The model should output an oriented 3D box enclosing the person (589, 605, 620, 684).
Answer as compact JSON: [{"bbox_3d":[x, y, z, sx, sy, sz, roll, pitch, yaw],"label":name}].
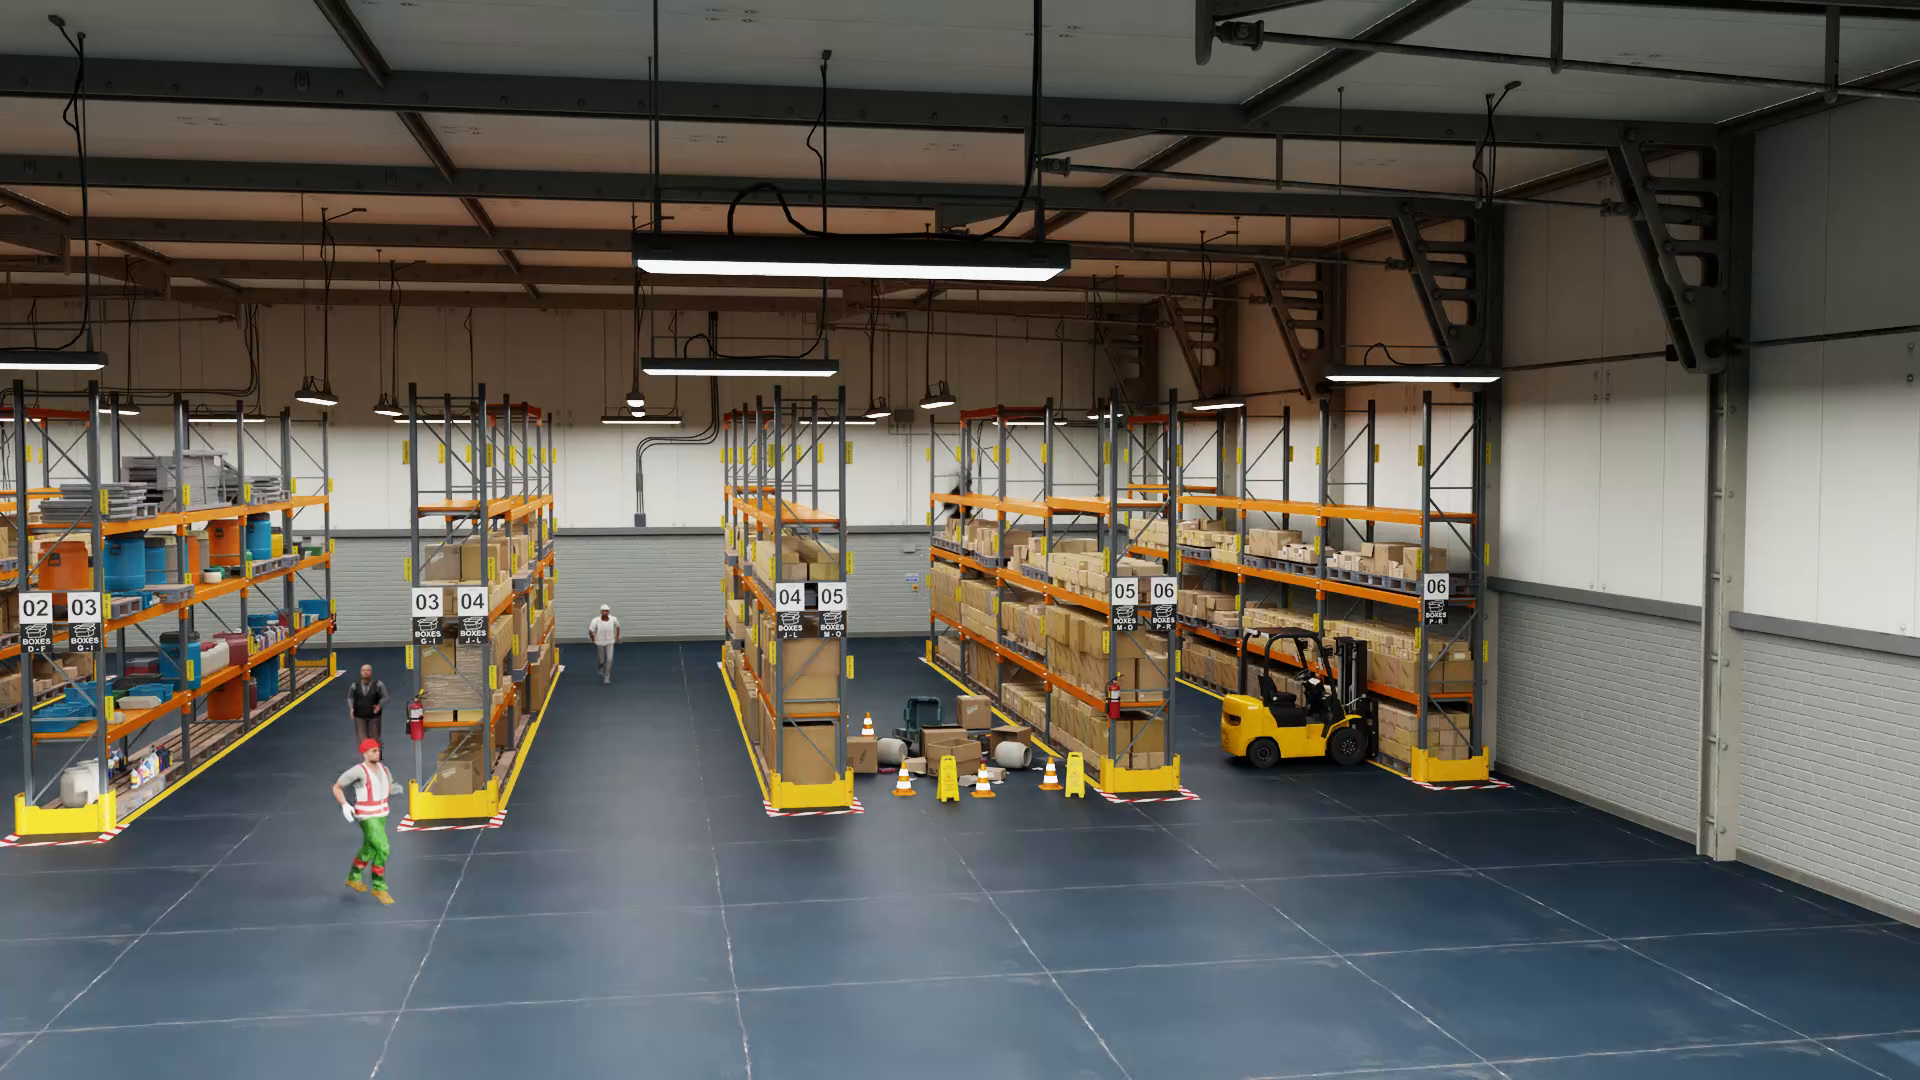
[{"bbox_3d":[-7.837,2.278,36.705,0.689,1.734,0.832,-1,3,-17],"label":"person"}]

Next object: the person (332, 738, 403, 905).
[{"bbox_3d":[-6.631,3.154,18.716,0.797,1.849,0.649,1,3,17],"label":"person"}]

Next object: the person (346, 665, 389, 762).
[{"bbox_3d":[-9.427,2.820,26.460,0.652,1.680,0.640,-1,3,-13],"label":"person"}]

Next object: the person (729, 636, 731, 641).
[{"bbox_3d":[-5.346,2.098,40.624,0.791,1.782,0.720,-1,3,-26],"label":"person"}]
